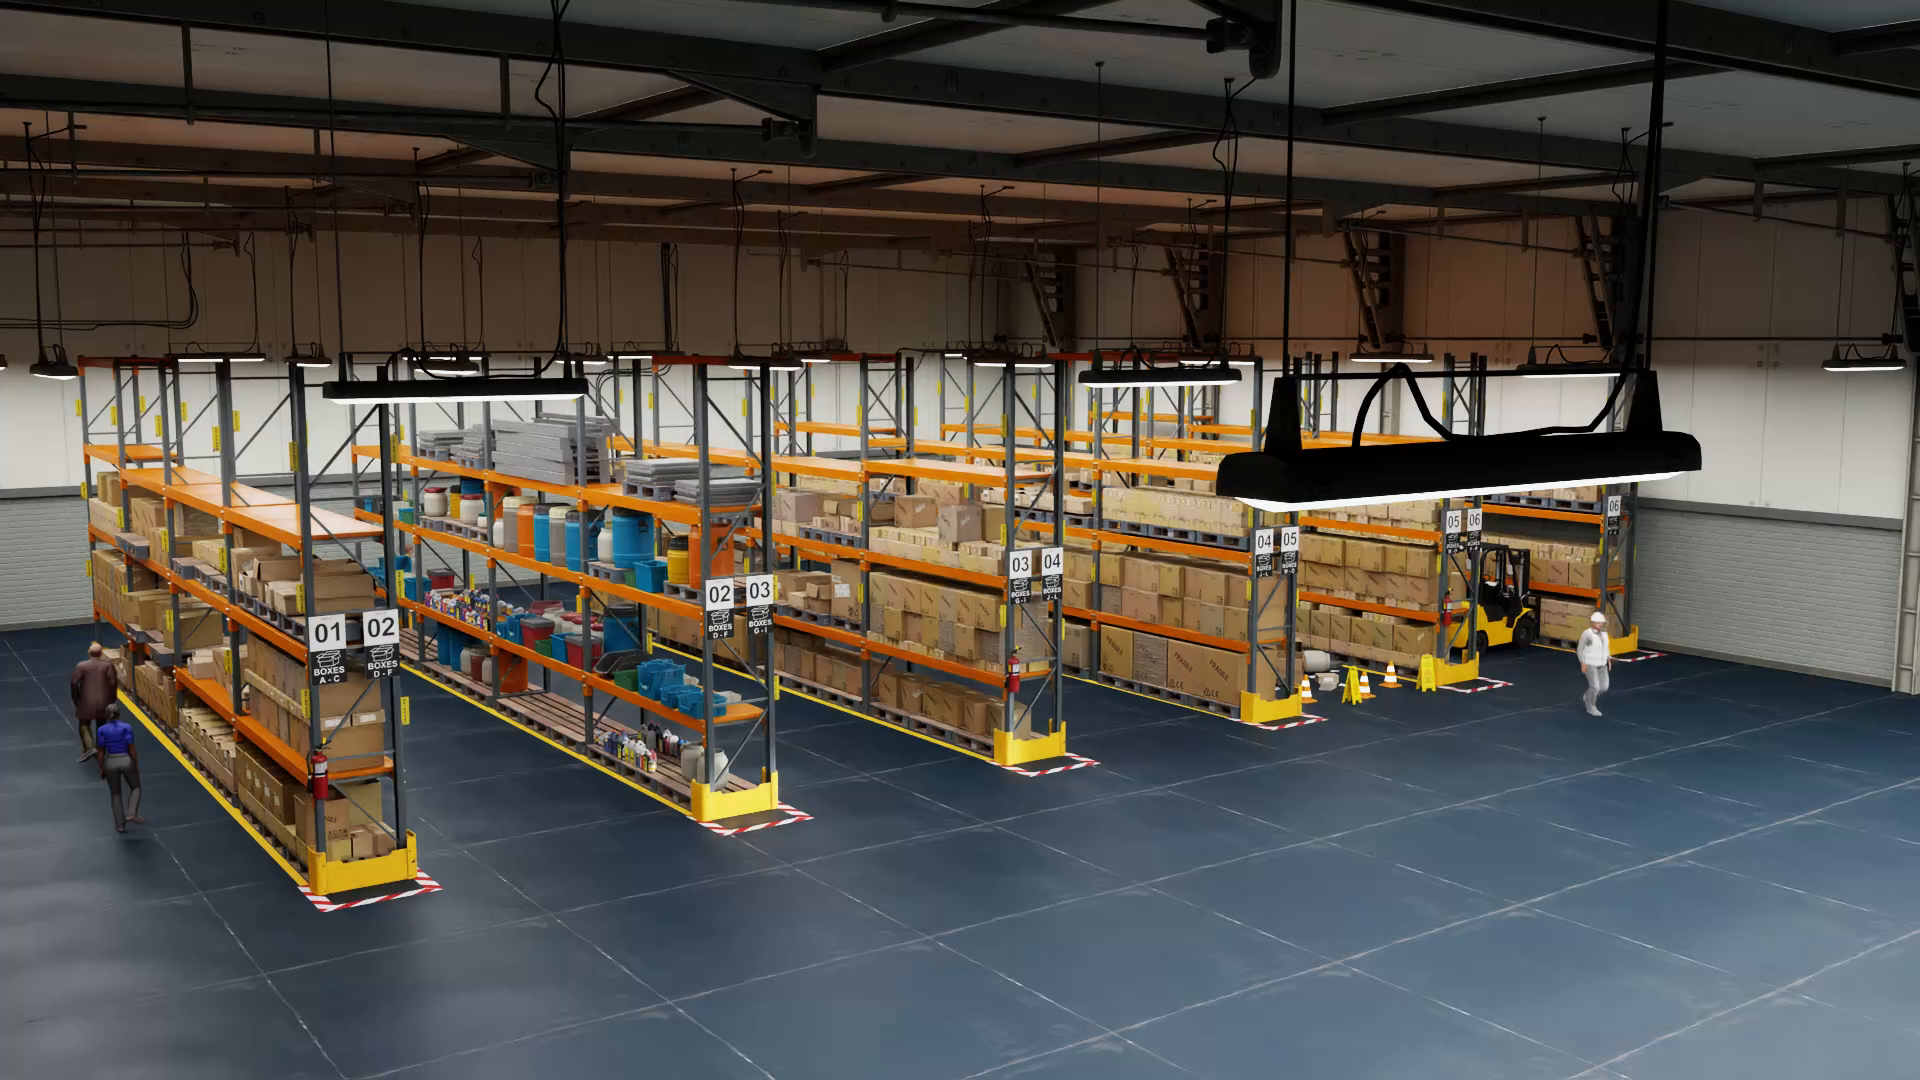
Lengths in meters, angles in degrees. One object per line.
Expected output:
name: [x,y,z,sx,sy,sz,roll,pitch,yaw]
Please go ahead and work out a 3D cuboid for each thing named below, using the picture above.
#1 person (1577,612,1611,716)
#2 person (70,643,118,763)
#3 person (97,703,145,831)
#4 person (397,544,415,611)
person: [10.672,2.068,28.060,0.611,1.757,0.565,-3,8,-25]
person: [-12.935,2.452,24.896,0.632,1.752,0.703,-4,8,-32]
person: [-10.788,2.953,21.364,0.514,1.597,0.479,-3,7,-21]
person: [-12.894,0.861,38.615,0.717,1.570,0.415,0,7,1]
